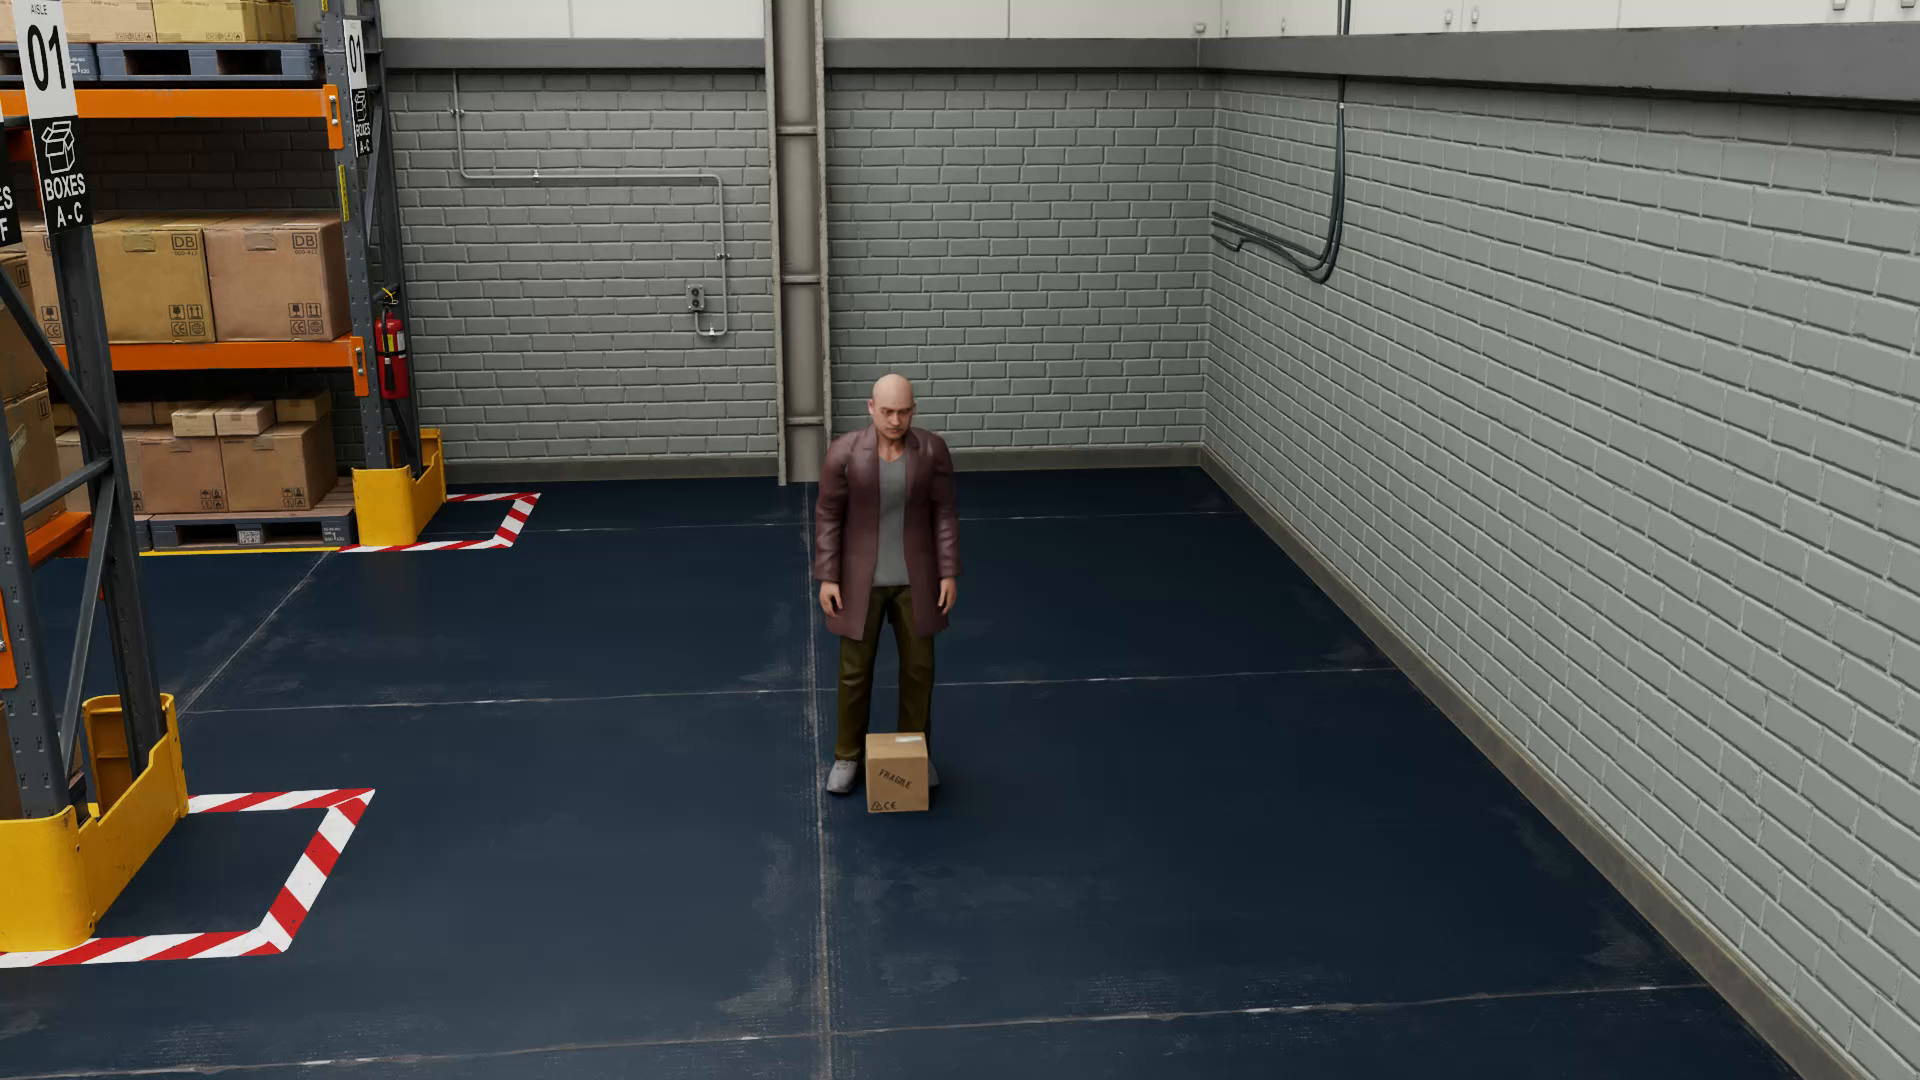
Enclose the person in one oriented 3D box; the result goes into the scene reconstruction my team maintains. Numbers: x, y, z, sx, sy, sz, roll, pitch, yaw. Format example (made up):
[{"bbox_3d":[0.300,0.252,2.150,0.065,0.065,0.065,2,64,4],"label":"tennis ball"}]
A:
[{"bbox_3d":[-0.299,0.172,6.985,0.633,1.773,0.427,-2,17,-8],"label":"person"}]
